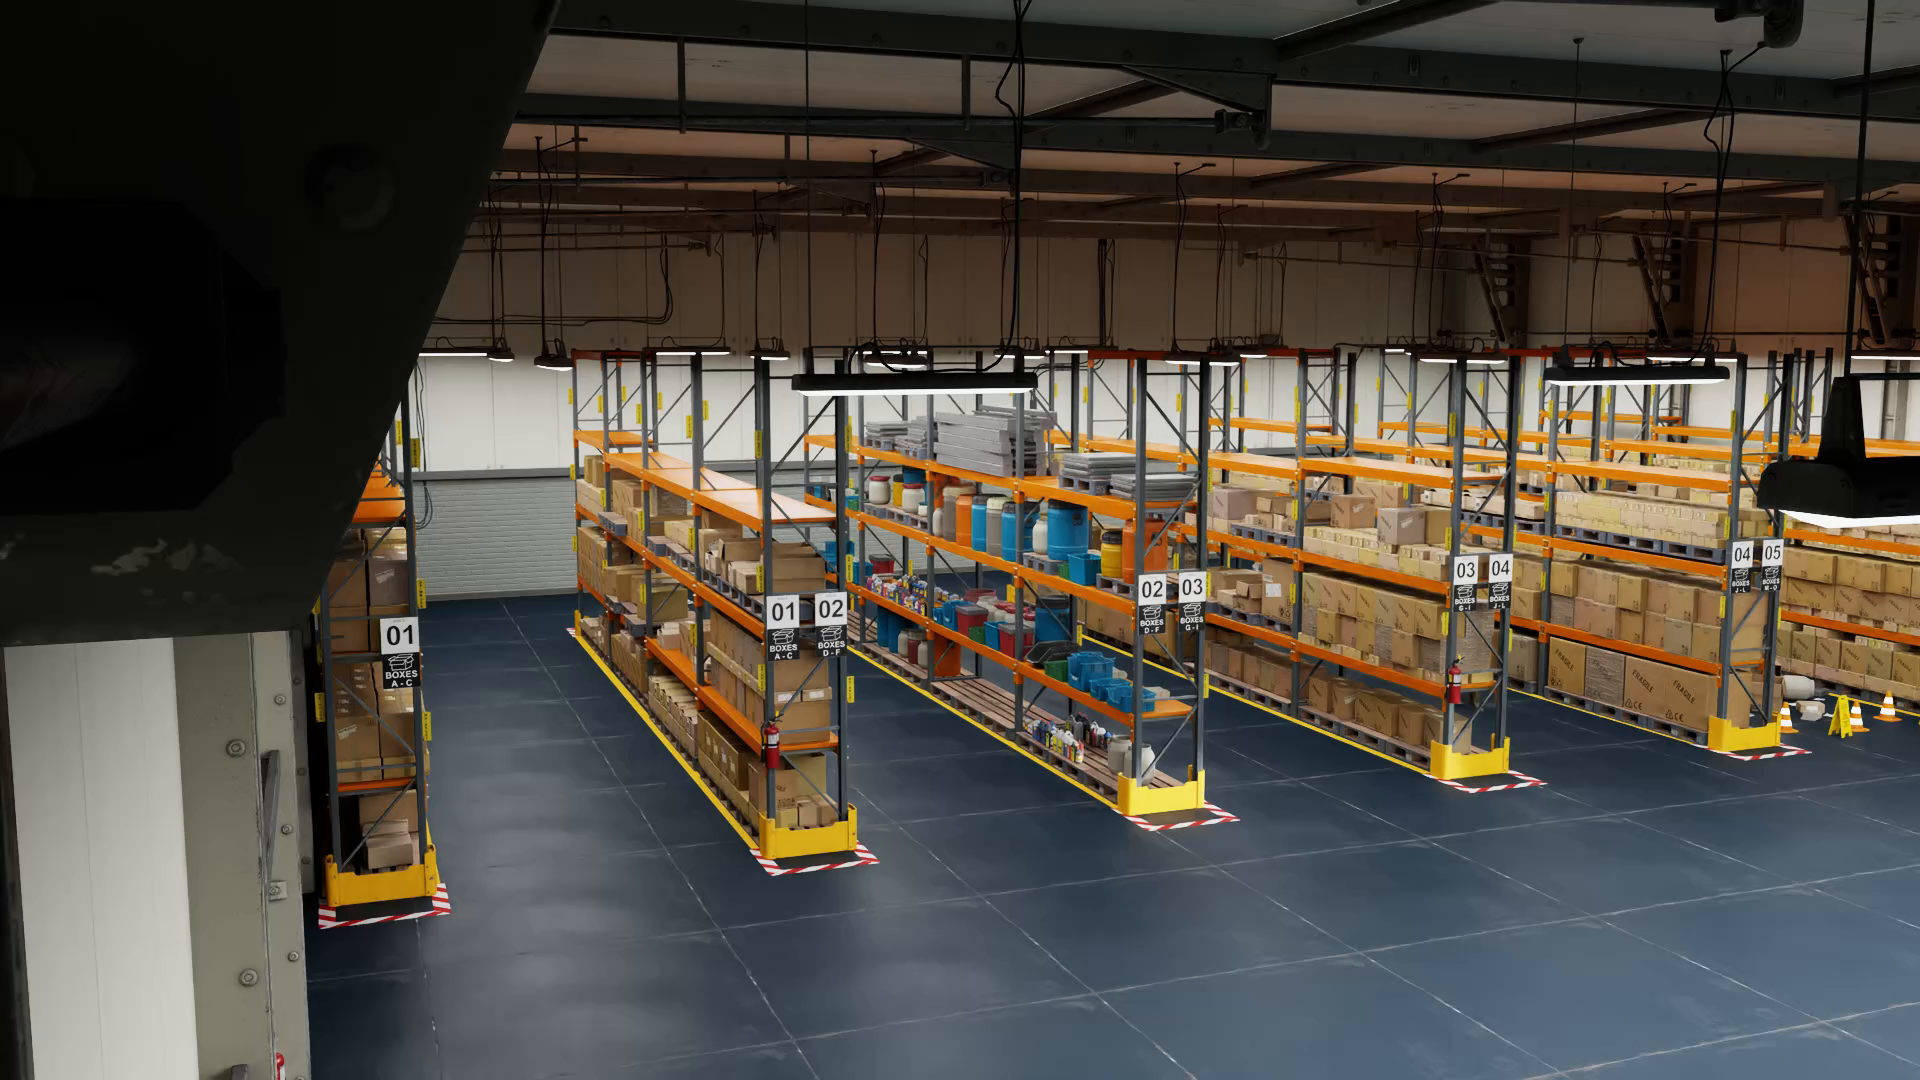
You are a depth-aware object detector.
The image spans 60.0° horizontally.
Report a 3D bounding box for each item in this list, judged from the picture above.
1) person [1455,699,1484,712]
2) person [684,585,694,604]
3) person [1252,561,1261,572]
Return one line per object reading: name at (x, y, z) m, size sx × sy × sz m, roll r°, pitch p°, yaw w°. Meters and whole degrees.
person at (8.519, 1.959, 28.179) m, size 0.662 × 1.794 × 0.705 m, roll 1°, pitch 7°, yaw 7°
person at (-6.516, 0.694, 38.973) m, size 0.666 × 1.574 × 0.419 m, roll 2°, pitch 7°, yaw 18°
person at (7.550, 0.263, 41.477) m, size 0.720 × 1.699 × 0.501 m, roll 1°, pitch 7°, yaw 8°
